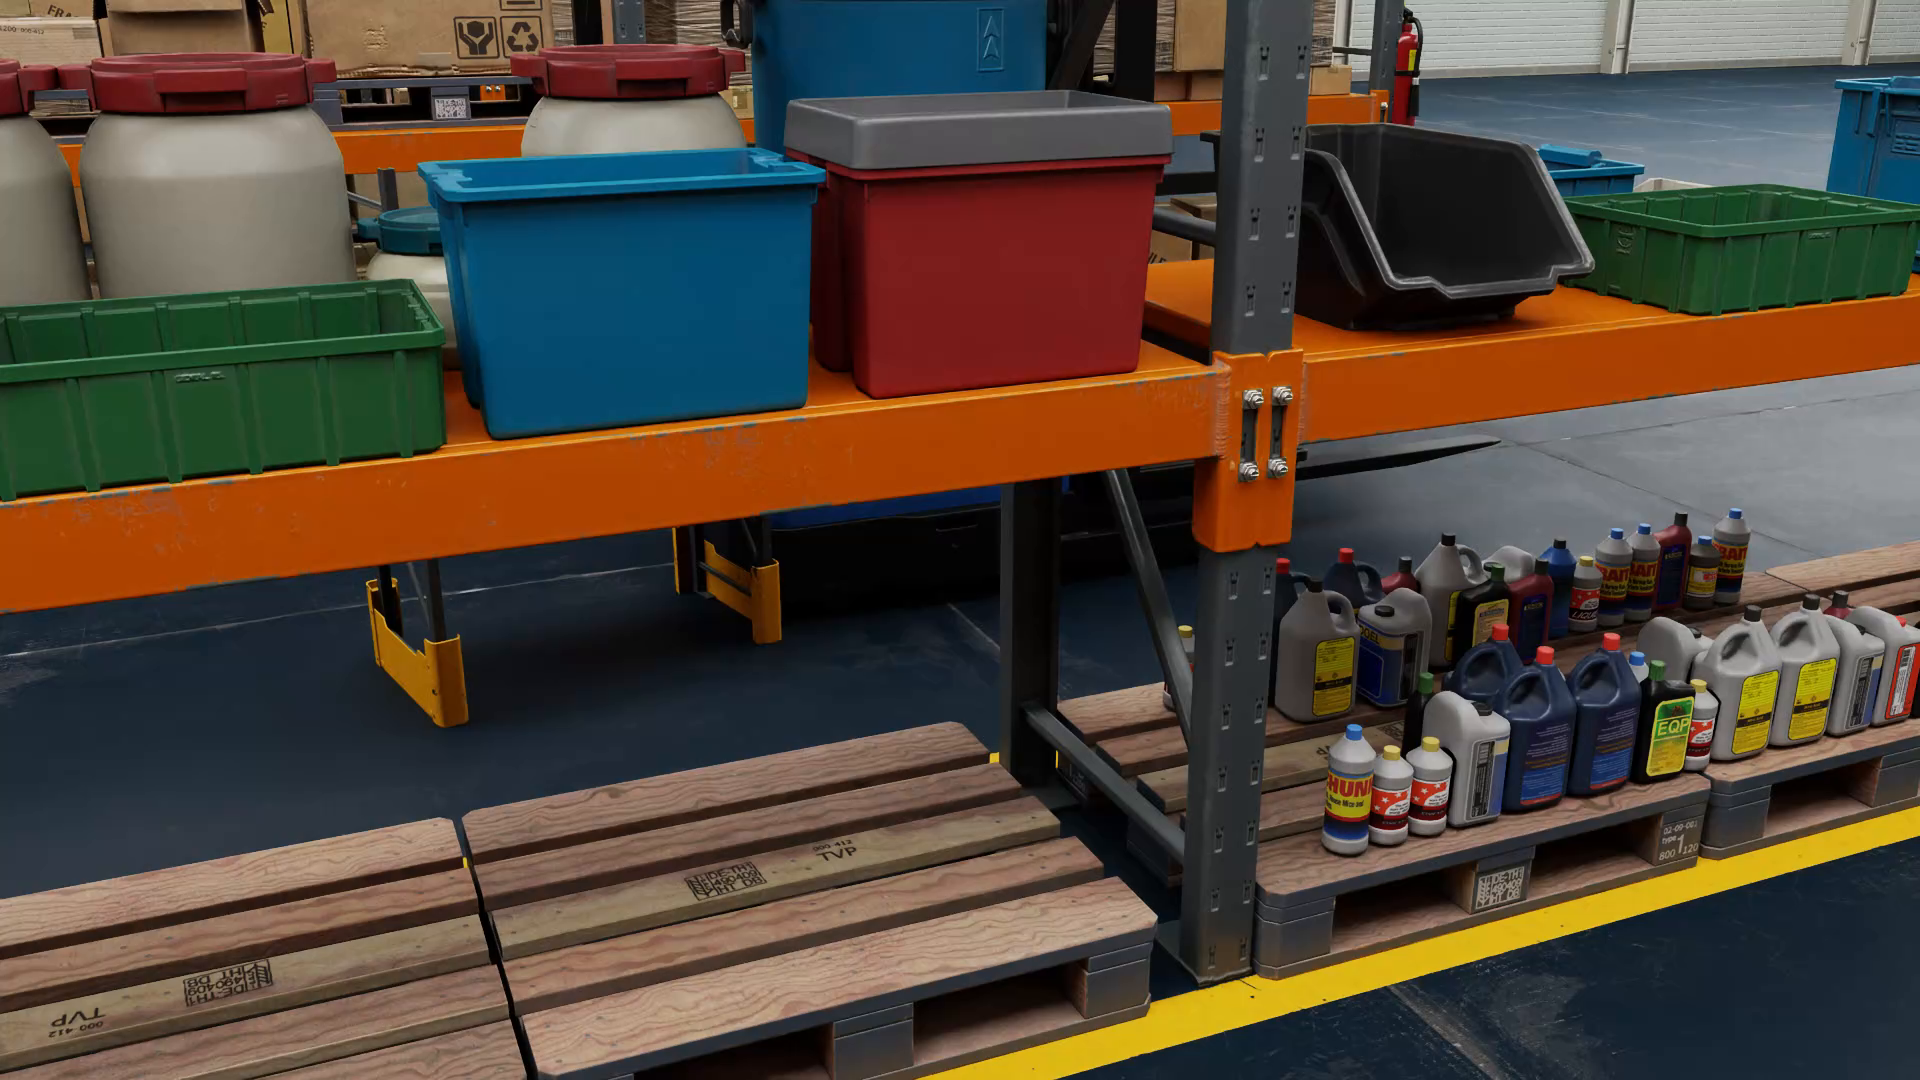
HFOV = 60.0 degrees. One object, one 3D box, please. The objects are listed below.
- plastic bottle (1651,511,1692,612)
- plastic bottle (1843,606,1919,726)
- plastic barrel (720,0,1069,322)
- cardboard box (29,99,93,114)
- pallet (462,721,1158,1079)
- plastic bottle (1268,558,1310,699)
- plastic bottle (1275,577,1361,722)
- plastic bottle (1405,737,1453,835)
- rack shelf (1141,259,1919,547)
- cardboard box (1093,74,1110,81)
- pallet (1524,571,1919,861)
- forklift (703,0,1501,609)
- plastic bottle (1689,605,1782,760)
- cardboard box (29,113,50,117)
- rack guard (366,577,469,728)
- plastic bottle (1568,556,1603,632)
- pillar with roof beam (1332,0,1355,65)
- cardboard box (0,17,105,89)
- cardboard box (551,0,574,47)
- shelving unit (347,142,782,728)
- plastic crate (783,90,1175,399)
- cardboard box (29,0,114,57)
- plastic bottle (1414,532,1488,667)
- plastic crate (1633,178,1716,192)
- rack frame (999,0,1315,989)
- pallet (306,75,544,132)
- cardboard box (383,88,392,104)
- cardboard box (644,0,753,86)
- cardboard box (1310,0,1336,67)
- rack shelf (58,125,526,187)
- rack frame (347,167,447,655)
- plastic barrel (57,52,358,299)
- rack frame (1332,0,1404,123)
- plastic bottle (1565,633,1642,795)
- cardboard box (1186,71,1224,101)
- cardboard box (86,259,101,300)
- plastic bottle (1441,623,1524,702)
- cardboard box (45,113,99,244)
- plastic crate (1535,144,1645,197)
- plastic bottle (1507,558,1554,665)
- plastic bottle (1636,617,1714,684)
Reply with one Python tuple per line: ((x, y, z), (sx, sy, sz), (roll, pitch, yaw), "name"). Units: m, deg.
((2.020, 0.060, 4.764), (0.133, 0.283, 0.061), (-8, 21, -21), "plastic bottle")
((2.268, 0.295, 4.105), (0.135, 0.276, 0.152), (-8, 21, -22), "plastic bottle")
((-0.124, -0.934, 3.402), (0.708, 0.901, 0.600), (-8, 21, -22), "plastic barrel")
((-10.601, -5.331, 19.589), (0.625, 0.625, 0.875), (-7, 21, -20), "cardboard box")
((-0.355, 0.775, 3.504), (1.213, 0.211, 1.003), (-8, 21, -22), "pallet")
((0.828, 0.214, 4.225), (0.185, 0.351, 0.144), (-9, 21, -23), "plastic bottle")
((0.885, 0.258, 4.100), (0.185, 0.351, 0.144), (-8, 21, -22), "plastic bottle")
((1.003, 0.522, 3.575), (0.097, 0.201, 0.097), (0, 19, 0), "plastic bottle")
((2.187, -0.579, 4.234), (4.000, 0.370, 1.077), (-8, 21, -22), "rack shelf")
((0.546, -2.244, 8.257), (0.250, 0.149, 0.380), (-8, 21, -22), "cardboard box")
((2.106, 0.422, 4.505), (1.213, 0.211, 1.003), (-8, 21, -22), "pallet")
((0.580, -1.464, 5.768), (3.031, 2.935, 1.130), (-8, 21, -22), "forklift")
((1.820, 0.326, 3.906), (0.185, 0.351, 0.144), (-8, 21, -22), "plastic bottle")
((-8.687, -3.692, 15.315), (0.625, 0.372, 0.950), (-10, 22, -26), "cardboard box")
((-1.557, 0.313, 4.757), (0.087, 0.250, 0.587), (-14, 23, -34), "rack guard")
((1.738, 0.145, 4.644), (0.097, 0.201, 0.097), (0, 19, 0), "plastic bottle")
((7.894, -10.506, 22.311), (0.400, 9.000, 9.100), (-8, 21, -22), "pillar with roof beam")
((-3.654, -1.917, 6.545), (0.500, 0.250, 0.500), (-9, 21, -23), "cardboard box")
((-3.149, -3.815, 12.114), (0.550, 0.550, 0.875), (-8, 21, -22), "cardboard box")
((-1.153, -0.373, 4.824), (1.083, 1.500, 0.587), (-14, 23, -34), "shelving unit")
((0.027, -0.529, 2.911), (0.583, 0.464, 0.402), (-8, 21, -22), "plastic crate")
((-5.708, -3.323, 10.794), (0.500, 0.500, 0.500), (-8, 21, -22), "cardboard box")
((1.300, 0.146, 4.417), (0.185, 0.351, 0.144), (-8, 21, -22), "plastic bottle")
((1.741, -0.822, 4.237), (0.437, 0.136, 0.530), (-8, 21, -22), "plastic crate")
((0.350, -0.656, 3.367), (0.127, 3.000, 1.000), (-8, 21, -22), "rack frame")
((-2.371, -2.019, 7.529), (1.213, 0.211, 1.003), (-8, 21, -22), "pallet")
((-6.931, -5.565, 20.819), (0.500, 0.250, 0.500), (-8, 21, -21), "cardboard box")
((-1.174, -2.394, 7.706), (0.500, 0.500, 0.875), (-8, 21, -22), "cardboard box")
((1.546, -2.816, 8.904), (0.500, 0.500, 0.875), (-8, 21, -22), "cardboard box")
((-3.448, -1.564, 7.029), (4.000, 0.370, 1.077), (-8, 21, -22), "rack shelf")
((-1.558, -0.276, 4.548), (0.032, 1.500, 0.500), (-14, 23, -34), "rack frame")
((-1.289, -0.564, 2.903), (0.433, 0.535, 0.433), (0, 19, 0), "plastic barrel")
((2.061, -2.692, 9.152), (0.127, 3.000, 1.000), (-8, 21, -22), "rack frame")
((1.429, 0.382, 3.747), (0.185, 0.351, 0.144), (-9, 21, -24), "plastic bottle")
((1.207, -2.364, 8.597), (0.250, 0.149, 0.380), (-8, 21, -22), "cardboard box")
((-3.655, -0.916, 7.209), (0.500, 0.500, 0.700), (-6, 20, -17), "cardboard box")
((1.199, 0.363, 3.801), (0.185, 0.351, 0.144), (-8, 21, -22), "plastic bottle")
((-5.760, -2.471, 11.279), (0.750, 0.750, 1.050), (-8, 21, -21), "cardboard box")
((1.259, -0.814, 4.041), (0.616, 0.251, 0.499), (-8, 21, -22), "plastic crate")
((1.494, 0.190, 4.393), (0.133, 0.283, 0.061), (-8, 21, -22), "plastic bottle")
((1.738, 0.319, 4.037), (0.135, 0.276, 0.152), (-8, 21, -22), "plastic bottle")
